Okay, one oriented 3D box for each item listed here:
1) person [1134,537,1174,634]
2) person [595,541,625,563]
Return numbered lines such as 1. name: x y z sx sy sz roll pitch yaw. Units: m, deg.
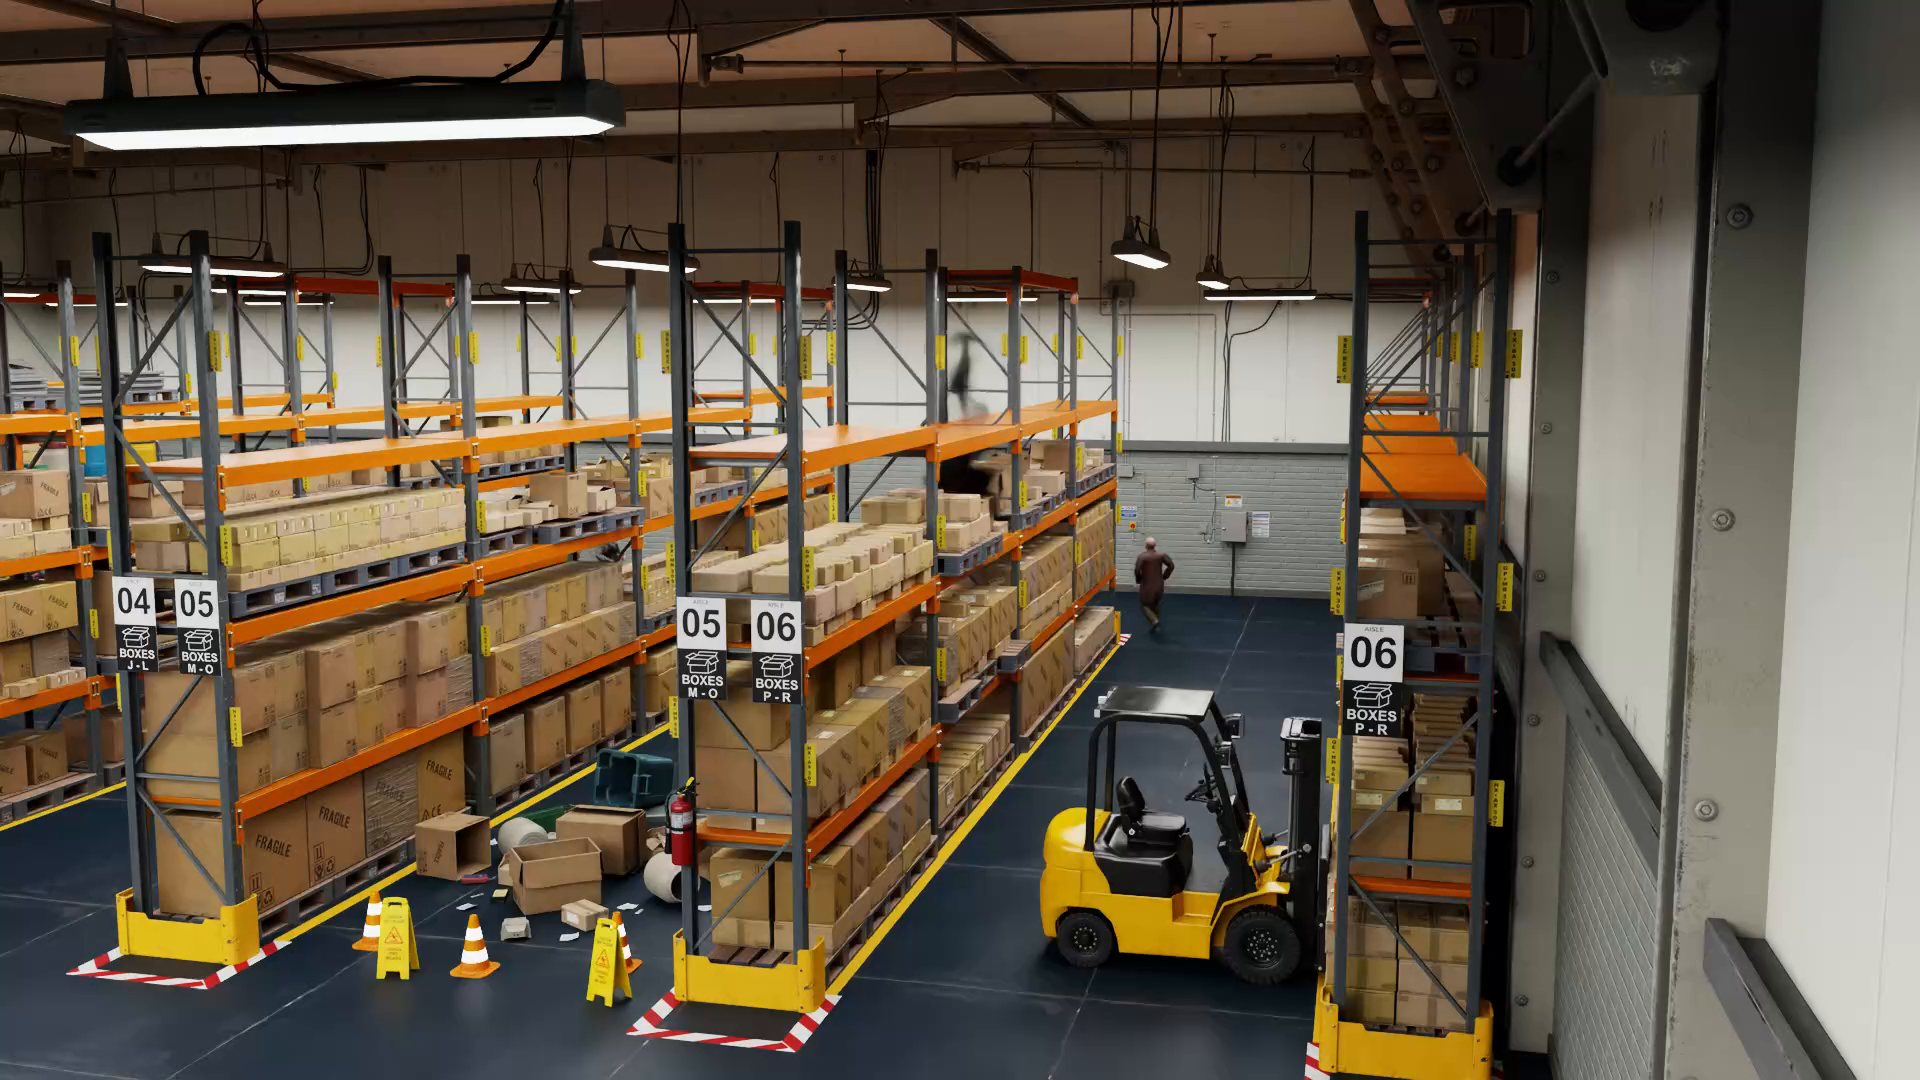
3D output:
1. person: 3.336 0.788 28.959 0.745 1.706 0.816 -2 7 -15
2. person: -6.670 0.521 31.545 0.596 1.650 0.673 2 7 13
